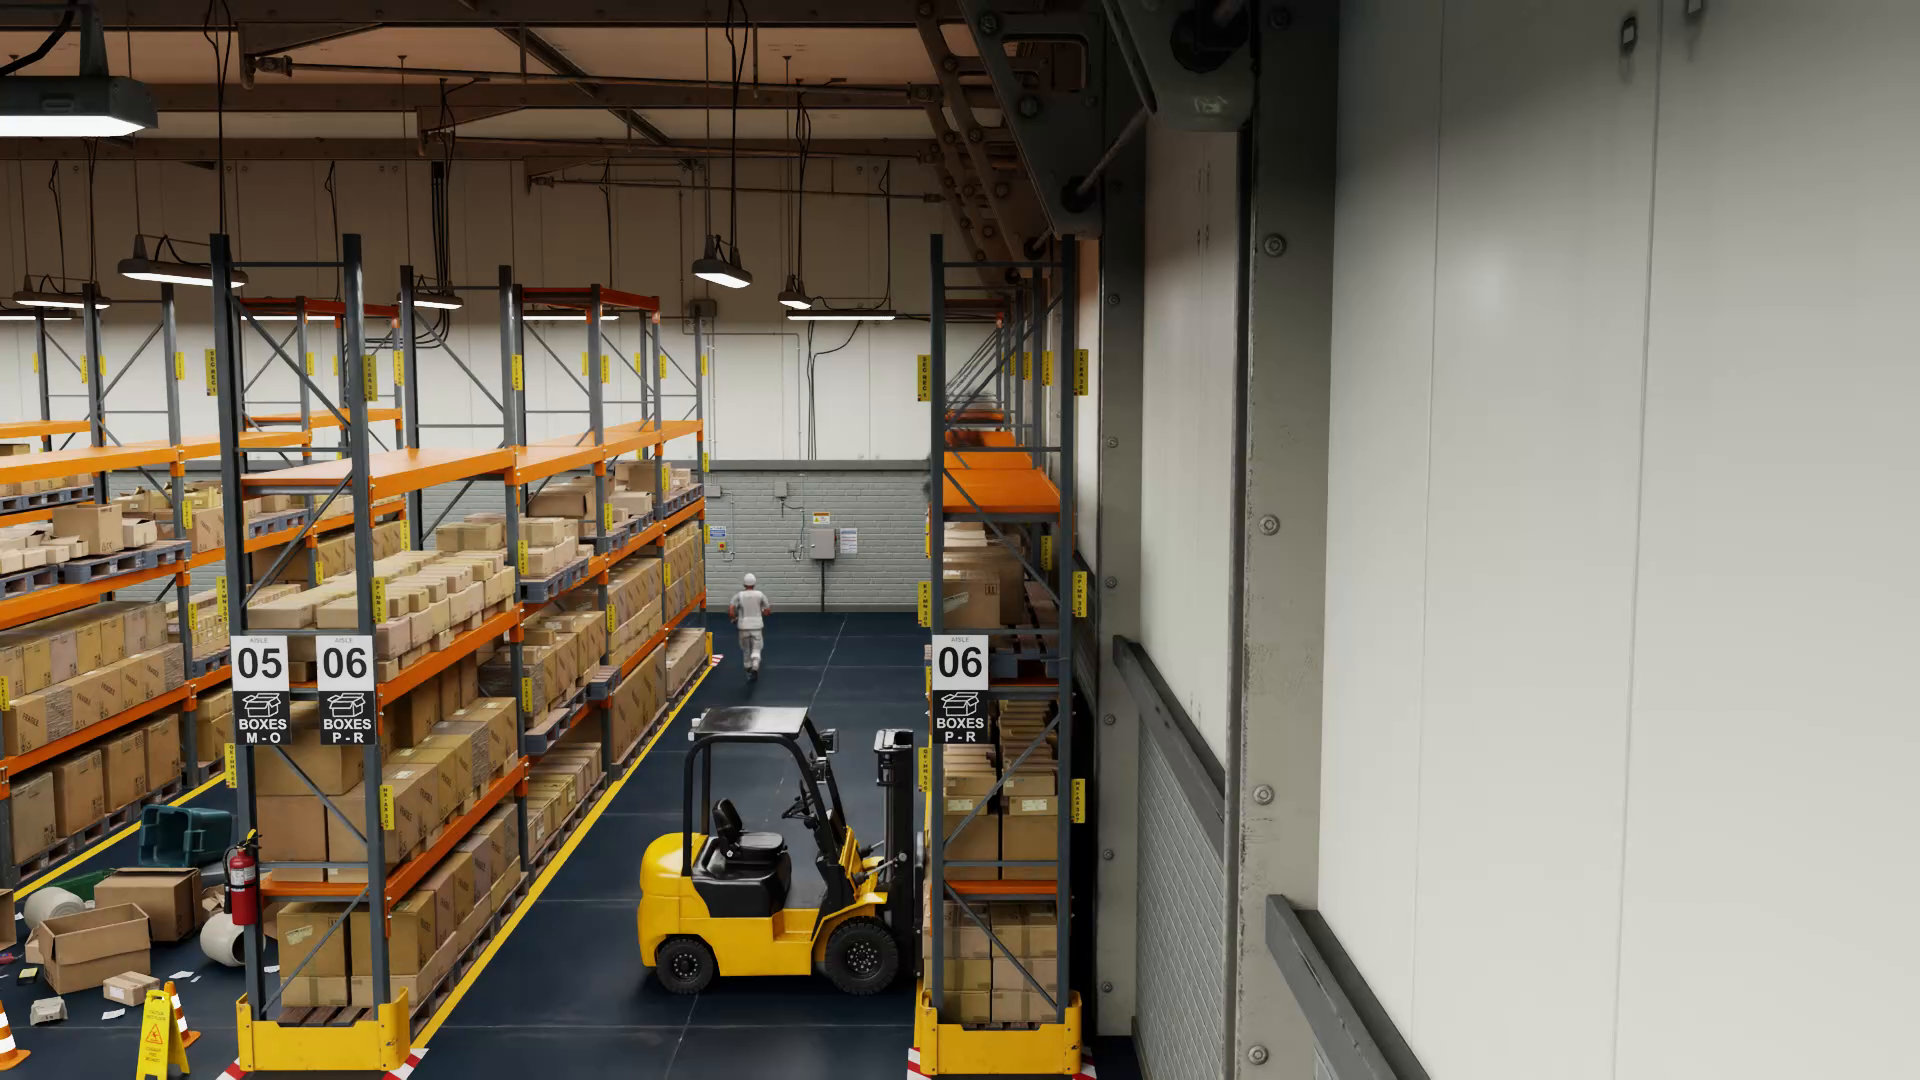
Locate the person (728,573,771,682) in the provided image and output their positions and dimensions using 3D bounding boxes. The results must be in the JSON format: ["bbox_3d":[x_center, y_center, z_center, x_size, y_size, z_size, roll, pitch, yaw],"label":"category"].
[{"bbox_3d":[-3.289,1.398,26.028,0.658,1.768,0.971,-1,6,-6],"label":"person"}]
